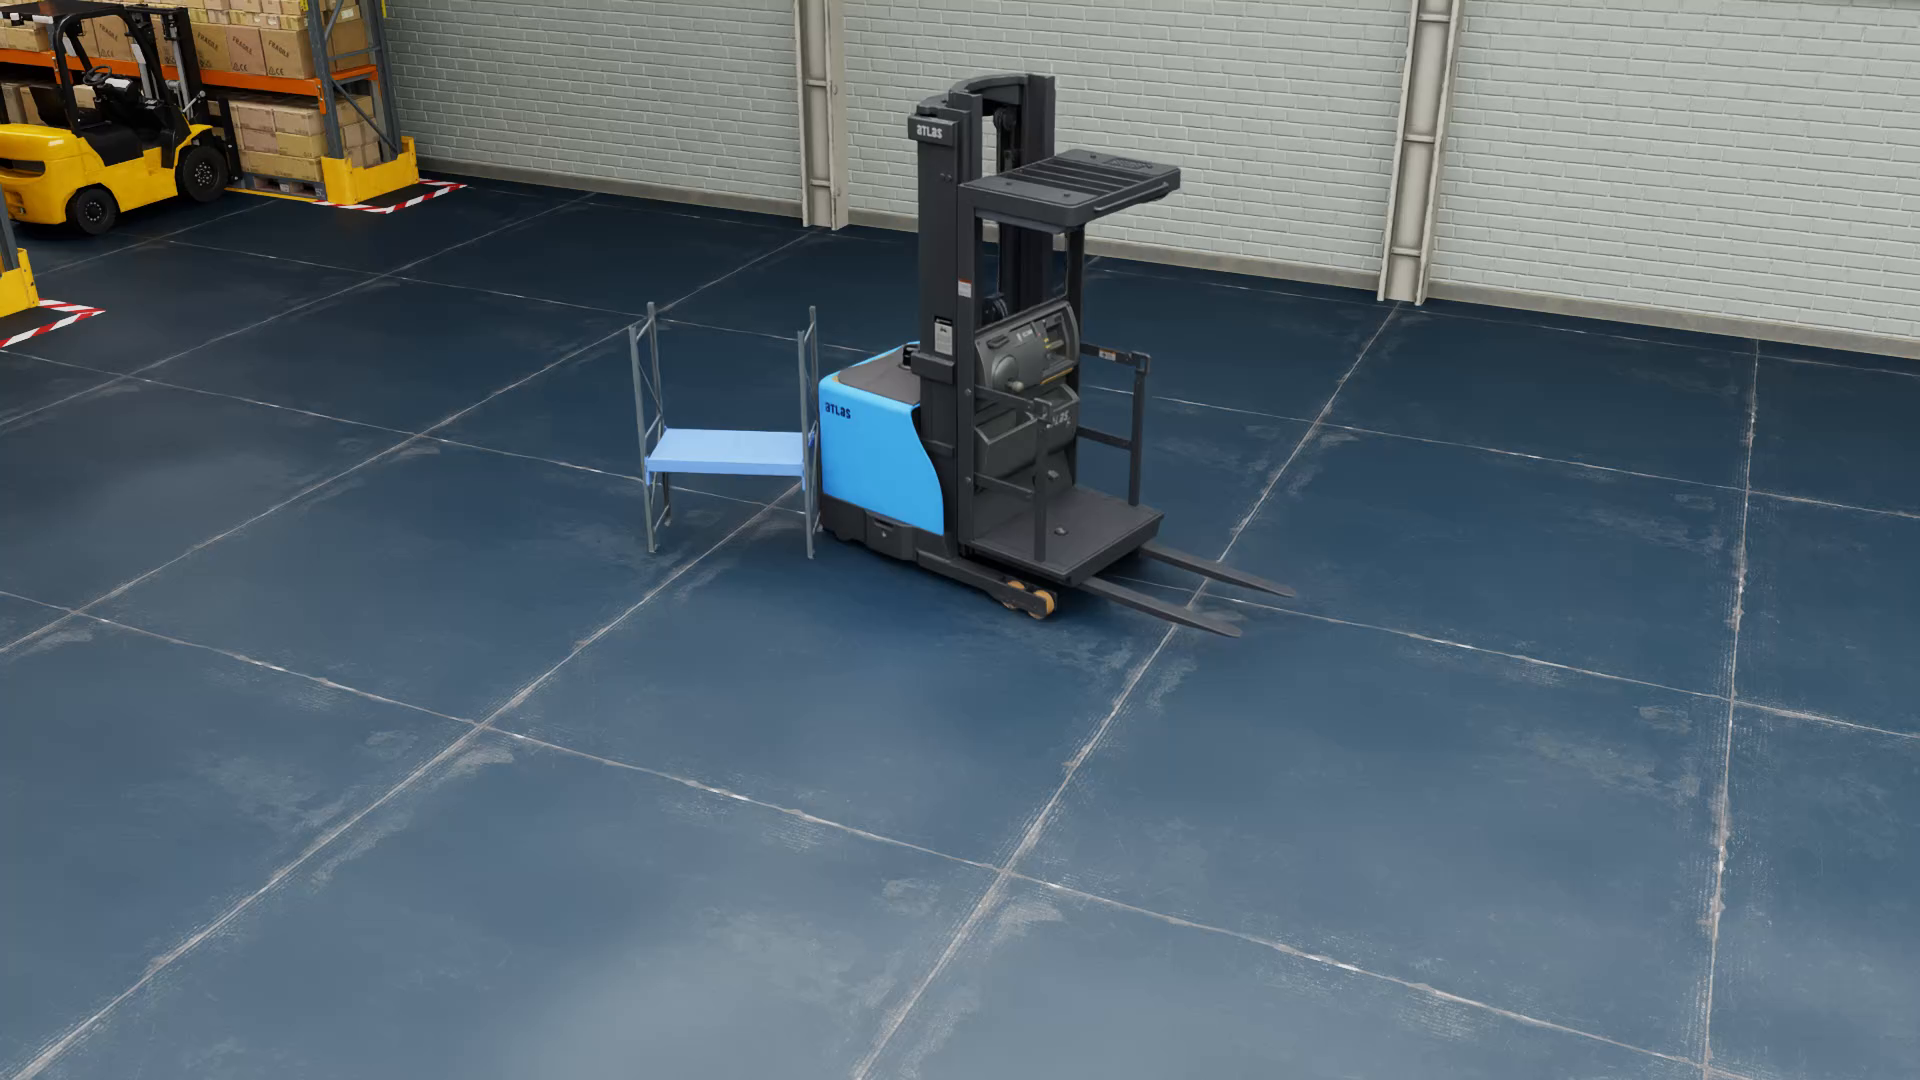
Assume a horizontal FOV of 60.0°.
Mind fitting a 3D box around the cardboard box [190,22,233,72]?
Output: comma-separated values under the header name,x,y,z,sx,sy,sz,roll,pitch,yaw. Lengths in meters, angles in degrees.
name,x,y,z,sx,sy,sz,roll,pitch,yaw
cardboard box,-8.099,-5.492,18.395,0.500,0.500,0.500,11,28,21

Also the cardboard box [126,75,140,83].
name,x,y,z,sx,sy,sz,roll,pitch,yaw
cardboard box,-9.720,-5.393,19.813,0.500,0.250,0.500,12,29,23

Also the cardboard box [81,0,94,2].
name,x,y,z,sx,sy,sz,roll,pitch,yaw
cardboard box,-9.830,-6.127,18.951,0.250,0.149,0.380,12,29,23

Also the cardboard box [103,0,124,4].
name,x,y,z,sx,sy,sz,roll,pitch,yaw
cardboard box,-9.388,-6.015,18.724,0.250,0.149,0.380,12,29,23

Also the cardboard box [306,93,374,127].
name,x,y,z,sx,sy,sz,roll,pitch,yaw
cardboard box,-6.966,-4.838,18.685,0.500,0.250,0.500,11,28,21

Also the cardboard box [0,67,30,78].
name,x,y,z,sx,sy,sz,roll,pitch,yaw
cardboard box,-12.116,-5.497,20.732,0.625,0.625,0.875,10,28,20

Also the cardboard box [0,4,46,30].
name,x,y,z,sx,sy,sz,roll,pitch,yaw
cardboard box,-10.801,-6.146,19.440,0.500,0.250,0.500,11,28,21

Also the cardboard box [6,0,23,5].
name,x,y,z,sx,sy,sz,roll,pitch,yaw
cardboard box,-10.893,-6.351,19.405,0.250,0.149,0.380,11,28,21

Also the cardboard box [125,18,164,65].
name,x,y,z,sx,sy,sz,roll,pitch,yaw
cardboard box,-9.010,-5.680,18.777,0.500,0.500,0.500,11,28,21

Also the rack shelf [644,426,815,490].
name,x,y,z,sx,sy,sz,roll,pitch,yaw
rack shelf,-1.436,-0.521,10.518,1.000,0.185,0.538,2,26,4

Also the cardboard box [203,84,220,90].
name,x,y,z,sx,sy,sz,roll,pitch,yaw
cardboard box,-8.798,-5.208,19.438,0.500,0.250,0.500,12,28,22

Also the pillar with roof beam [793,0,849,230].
name,x,y,z,sx,sy,sz,roll,pitch,yaw
pillar with roof beam,-3.188,-5.623,11.984,0.400,9.000,9.100,11,28,22

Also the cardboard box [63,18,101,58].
name,x,y,z,sx,sy,sz,roll,pitch,yaw
cardboard box,-9.952,-5.860,19.144,0.500,0.500,0.500,11,28,20

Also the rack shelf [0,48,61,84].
name,x,y,z,sx,sy,sz,roll,pitch,yaw
rack shelf,-12.069,-6.045,20.446,4.000,0.370,1.077,11,28,22

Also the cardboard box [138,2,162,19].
name,x,y,z,sx,sy,sz,roll,pitch,yaw
cardboard box,-8.913,-5.928,18.547,0.250,0.149,0.380,10,28,20

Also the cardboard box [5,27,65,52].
name,x,y,z,sx,sy,sz,roll,pitch,yaw
cardboard box,-10.815,-5.921,19.551,0.500,0.250,0.500,12,29,23

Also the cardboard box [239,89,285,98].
name,x,y,z,sx,sy,sz,roll,pitch,yaw
cardboard box,-7.873,-5.023,19.063,0.500,0.250,0.500,11,28,21

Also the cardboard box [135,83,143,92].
name,x,y,z,sx,sy,sz,roll,pitch,yaw
cardboard box,-9.476,-5.093,19.204,0.500,0.250,0.500,11,28,22

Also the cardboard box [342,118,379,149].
name,x,y,z,sx,sy,sz,roll,pitch,yaw
cardboard box,-6.949,-4.619,18.807,0.500,0.250,0.500,12,29,23

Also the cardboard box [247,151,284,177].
name,x,y,z,sx,sy,sz,roll,pitch,yaw
cardboard box,-7.614,-4.279,18.682,0.500,0.250,0.500,11,28,22

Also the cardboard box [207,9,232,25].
name,x,y,z,sx,sy,sz,roll,pitch,yaw
cardboard box,-7.978,-5.743,18.172,0.250,0.149,0.380,10,28,20

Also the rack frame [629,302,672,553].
name,x,y,z,sx,sy,sz,roll,pitch,yaw
rack frame,-1.943,-0.700,10.472,0.032,1.500,0.500,2,26,4

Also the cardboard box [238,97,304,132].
name,x,y,z,sx,sy,sz,roll,pitch,yaw
cardboard box,-7.622,-4.723,18.454,0.500,0.250,0.500,12,29,23

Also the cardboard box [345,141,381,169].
name,x,y,z,sx,sy,sz,roll,pitch,yaw
cardboard box,-6.973,-4.394,18.915,0.500,0.250,0.500,11,28,22

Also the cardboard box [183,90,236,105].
name,x,y,z,sx,sy,sz,roll,pitch,yaw
cardboard box,-8.544,-4.907,18.827,0.500,0.250,0.500,11,28,21

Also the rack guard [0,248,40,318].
name,x,y,z,sx,sy,sz,roll,pitch,yaw
rack guard,-8.727,-2.166,14.584,0.348,0.500,1.175,11,28,22

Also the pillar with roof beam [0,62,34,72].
name,x,y,z,sx,sy,sz,roll,pitch,yaw
pillar with roof beam,-14.111,-7.818,16.441,0.400,9.000,9.100,11,28,22

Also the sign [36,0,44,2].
name,x,y,z,sx,sy,sz,roll,pitch,yaw
sign,-10.464,-6.266,18.859,0.005,0.325,0.100,11,28,22

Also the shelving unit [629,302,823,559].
name,x,y,z,sx,sy,sz,roll,pitch,yaw
shelving unit,-1.436,-0.683,10.438,1.048,1.500,0.538,2,26,4

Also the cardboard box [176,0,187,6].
name,x,y,z,sx,sy,sz,roll,pitch,yaw
cardboard box,-8.419,-5.998,18.353,0.250,0.149,0.380,12,29,23

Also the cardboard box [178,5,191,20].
name,x,y,z,sx,sy,sz,roll,pitch,yaw
cardboard box,-8.406,-5.863,18.416,0.250,0.149,0.380,11,28,21

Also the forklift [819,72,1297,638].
name,x,y,z,sx,sy,sz,roll,pitch,yaw
forklift,0.566,-1.114,9.694,3.031,2.935,1.130,20,32,34

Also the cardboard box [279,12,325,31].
name,x,y,z,sx,sy,sz,roll,pitch,yaw
cardboard box,-7.038,-5.557,17.793,0.250,0.149,0.380,12,29,23

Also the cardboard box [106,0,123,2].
name,x,y,z,sx,sy,sz,roll,pitch,yaw
cardboard box,-9.377,-6.150,18.662,0.250,0.149,0.380,12,29,23

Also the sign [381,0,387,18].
name,x,y,z,sx,sy,sz,roll,pitch,yaw
sign,-6.372,-5.916,18.301,0.005,0.325,0.100,11,28,22

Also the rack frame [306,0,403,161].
name,x,y,z,sx,sy,sz,roll,pitch,yaw
rack frame,-6.607,-5.270,18.059,0.127,3.000,1.000,11,28,22

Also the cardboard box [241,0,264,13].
name,x,y,z,sx,sy,sz,roll,pitch,yaw
cardboard box,-7.507,-5.790,17.930,0.250,0.149,0.380,12,29,23

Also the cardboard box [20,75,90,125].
name,x,y,z,sx,sy,sz,roll,pitch,yaw
cardboard box,-10.728,-5.216,20.161,0.625,0.625,0.875,13,29,24

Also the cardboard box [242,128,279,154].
name,x,y,z,sx,sy,sz,roll,pitch,yaw
cardboard box,-7.631,-4.509,18.583,0.500,0.250,0.500,11,28,21

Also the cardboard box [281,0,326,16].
name,x,y,z,sx,sy,sz,roll,pitch,yaw
cardboard box,-7.020,-5.720,17.788,0.250,0.149,0.380,11,28,22

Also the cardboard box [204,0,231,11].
name,x,y,z,sx,sy,sz,roll,pitch,yaw
cardboard box,-7.986,-5.868,18.089,0.250,0.149,0.380,12,29,23

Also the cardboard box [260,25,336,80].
name,x,y,z,sx,sy,sz,roll,pitch,yaw
cardboard box,-7.163,-5.300,18.005,0.500,0.500,0.500,11,28,21

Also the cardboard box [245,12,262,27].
name,x,y,z,sx,sy,sz,roll,pitch,yaw
cardboard box,-7.494,-5.664,18.010,0.250,0.149,0.380,12,29,23

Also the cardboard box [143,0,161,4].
name,x,y,z,sx,sy,sz,roll,pitch,yaw
cardboard box,-8.875,-6.090,18.539,0.250,0.149,0.380,11,28,22

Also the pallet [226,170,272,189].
name,x,y,z,sx,sy,sz,roll,pitch,yaw
pallet,-8.427,-4.366,19.379,1.213,0.211,1.003,11,28,22
